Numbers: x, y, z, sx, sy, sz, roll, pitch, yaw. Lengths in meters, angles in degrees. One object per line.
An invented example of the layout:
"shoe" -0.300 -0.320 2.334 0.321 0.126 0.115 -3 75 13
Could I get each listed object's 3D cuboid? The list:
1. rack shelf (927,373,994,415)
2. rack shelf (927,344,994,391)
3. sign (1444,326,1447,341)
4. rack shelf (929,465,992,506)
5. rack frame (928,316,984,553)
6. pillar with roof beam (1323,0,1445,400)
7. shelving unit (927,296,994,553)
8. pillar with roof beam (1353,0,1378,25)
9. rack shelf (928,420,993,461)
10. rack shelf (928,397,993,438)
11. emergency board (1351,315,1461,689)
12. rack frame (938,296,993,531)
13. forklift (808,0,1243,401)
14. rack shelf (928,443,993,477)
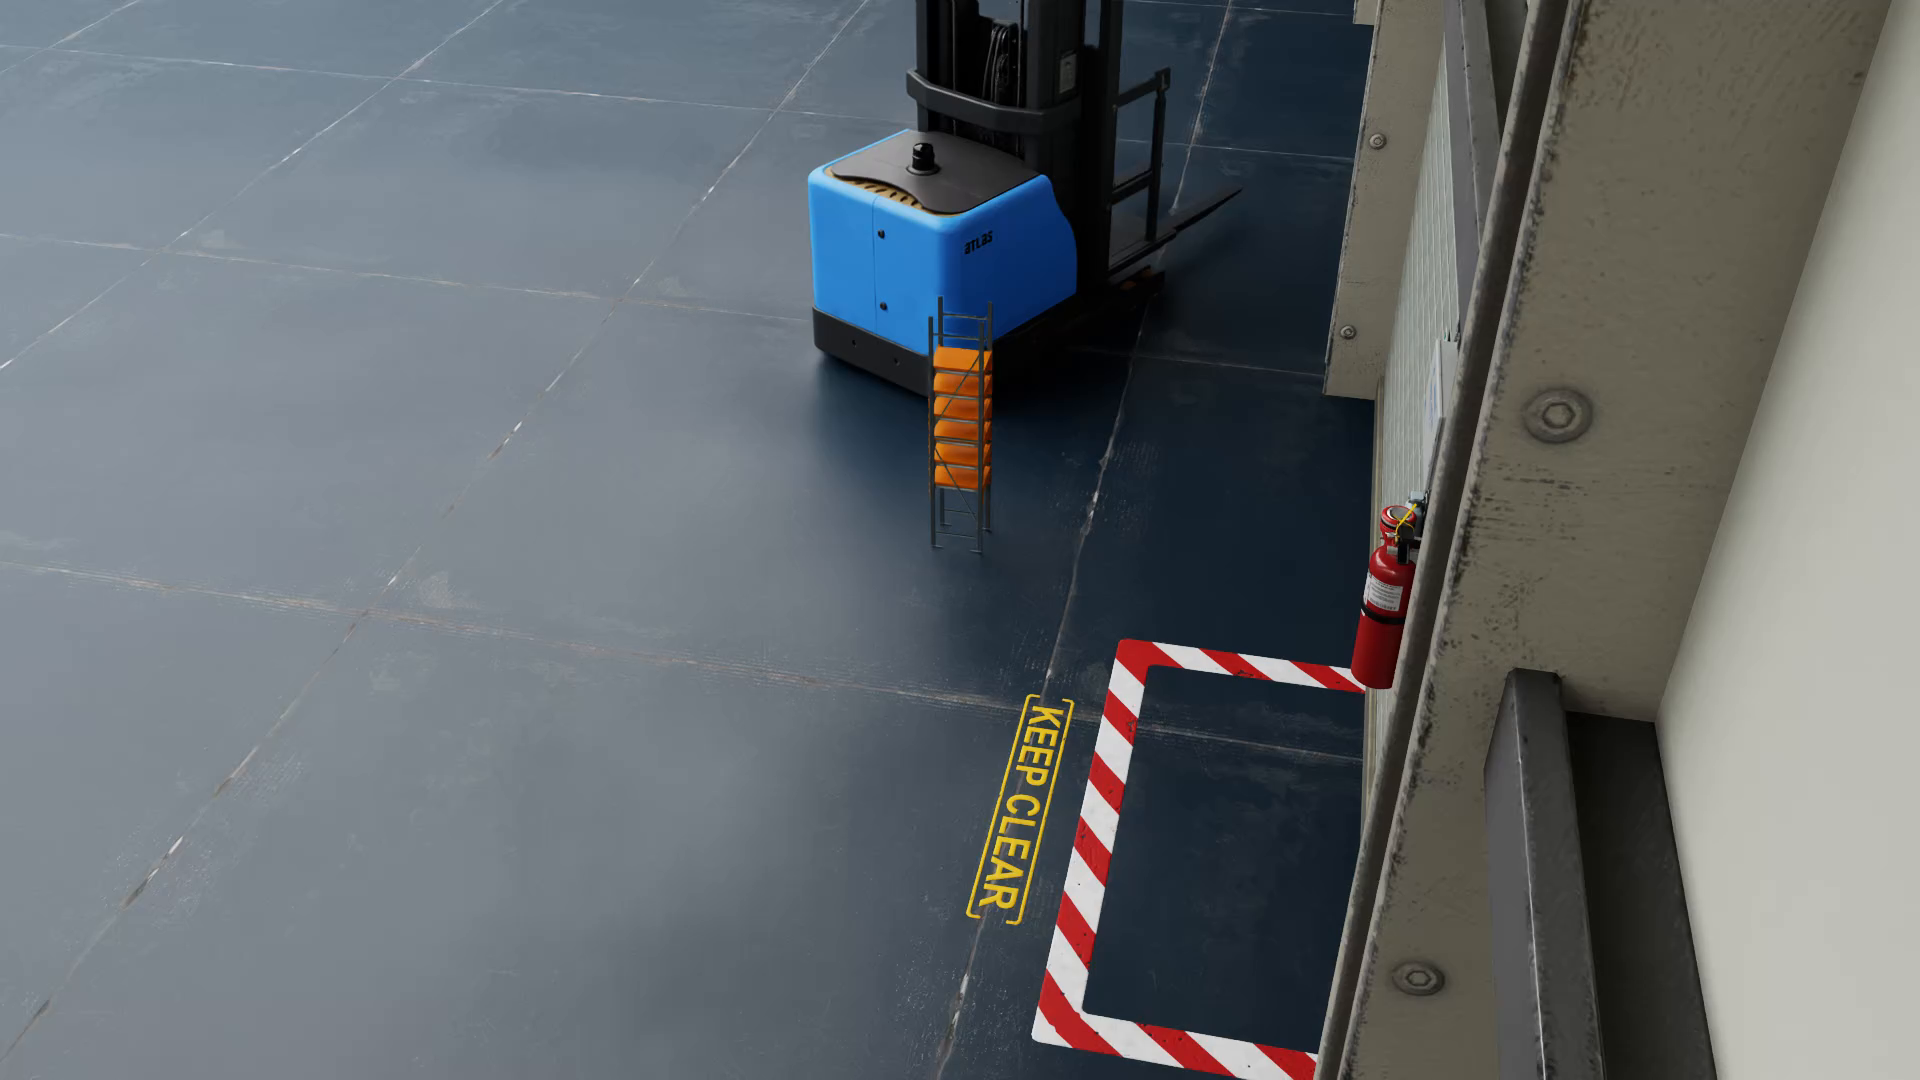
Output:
"rack shelf" 0.003 -0.652 7.295 0.258 0.103 0.180 7 37 10
"rack shelf" 0.003 -0.750 7.224 0.258 0.103 0.180 7 37 10
"sign" 1.609 -0.586 5.520 0.001 0.109 0.331 7 37 10
"rack shelf" 0.003 -0.264 7.576 0.258 0.103 0.180 7 37 10
"rack frame" -0.016 -0.442 7.337 0.240 1.200 0.006 7 37 10
"pillar with roof beam" -2.090 -5.051 7.051 9.100 9.000 0.400 7 37 10
"shelving unit" 0.003 -0.494 7.409 0.258 1.200 0.189 7 37 10
"pillar with roof beam" -0.808 -8.491 11.797 9.100 9.000 0.400 7 37 10
"rack shelf" 0.003 -0.458 7.435 0.258 0.103 0.180 7 37 10
"rack shelf" 0.003 -0.555 7.365 0.258 0.103 0.180 7 37 10
"emergency board" 1.400 -0.054 5.269 0.194 1.169 0.643 7 37 10
"rack frame" 0.023 -0.547 7.482 0.240 1.200 0.006 7 37 10
"forklift" 0.541 -2.681 8.951 1.130 2.935 3.031 27 44 32
"rack shelf" 0.003 -0.361 7.506 0.258 0.103 0.180 7 37 10
